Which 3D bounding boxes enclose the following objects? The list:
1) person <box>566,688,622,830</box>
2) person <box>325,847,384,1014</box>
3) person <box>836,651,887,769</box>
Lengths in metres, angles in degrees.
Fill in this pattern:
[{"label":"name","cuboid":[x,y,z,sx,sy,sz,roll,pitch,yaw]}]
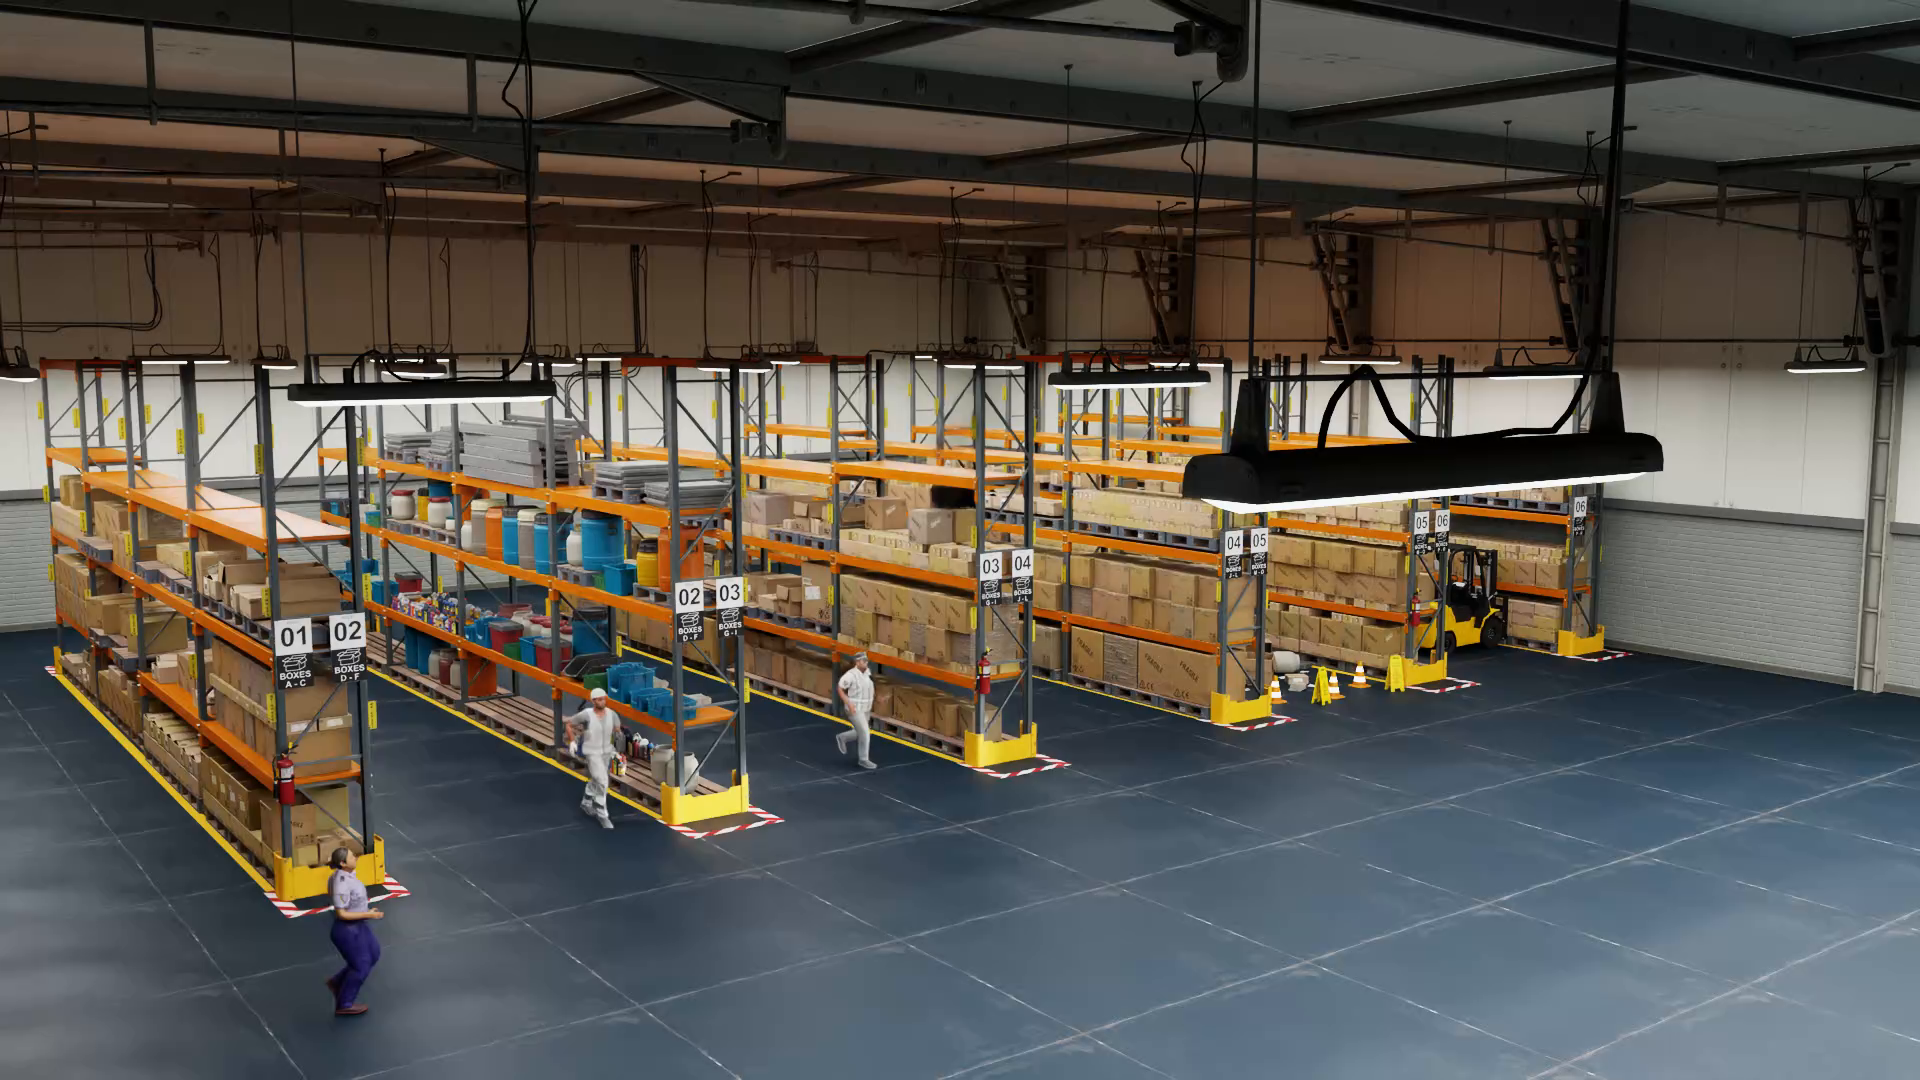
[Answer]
[{"label":"person","cuboid":[-4.741,2.834,21.742,0.878,1.844,0.645,6,9,40]},{"label":"person","cuboid":[-5.711,3.662,15.660,0.559,1.600,0.599,-2,7,-18]},{"label":"person","cuboid":[-1.577,2.502,24.830,0.848,1.757,0.648,4,8,33]}]
